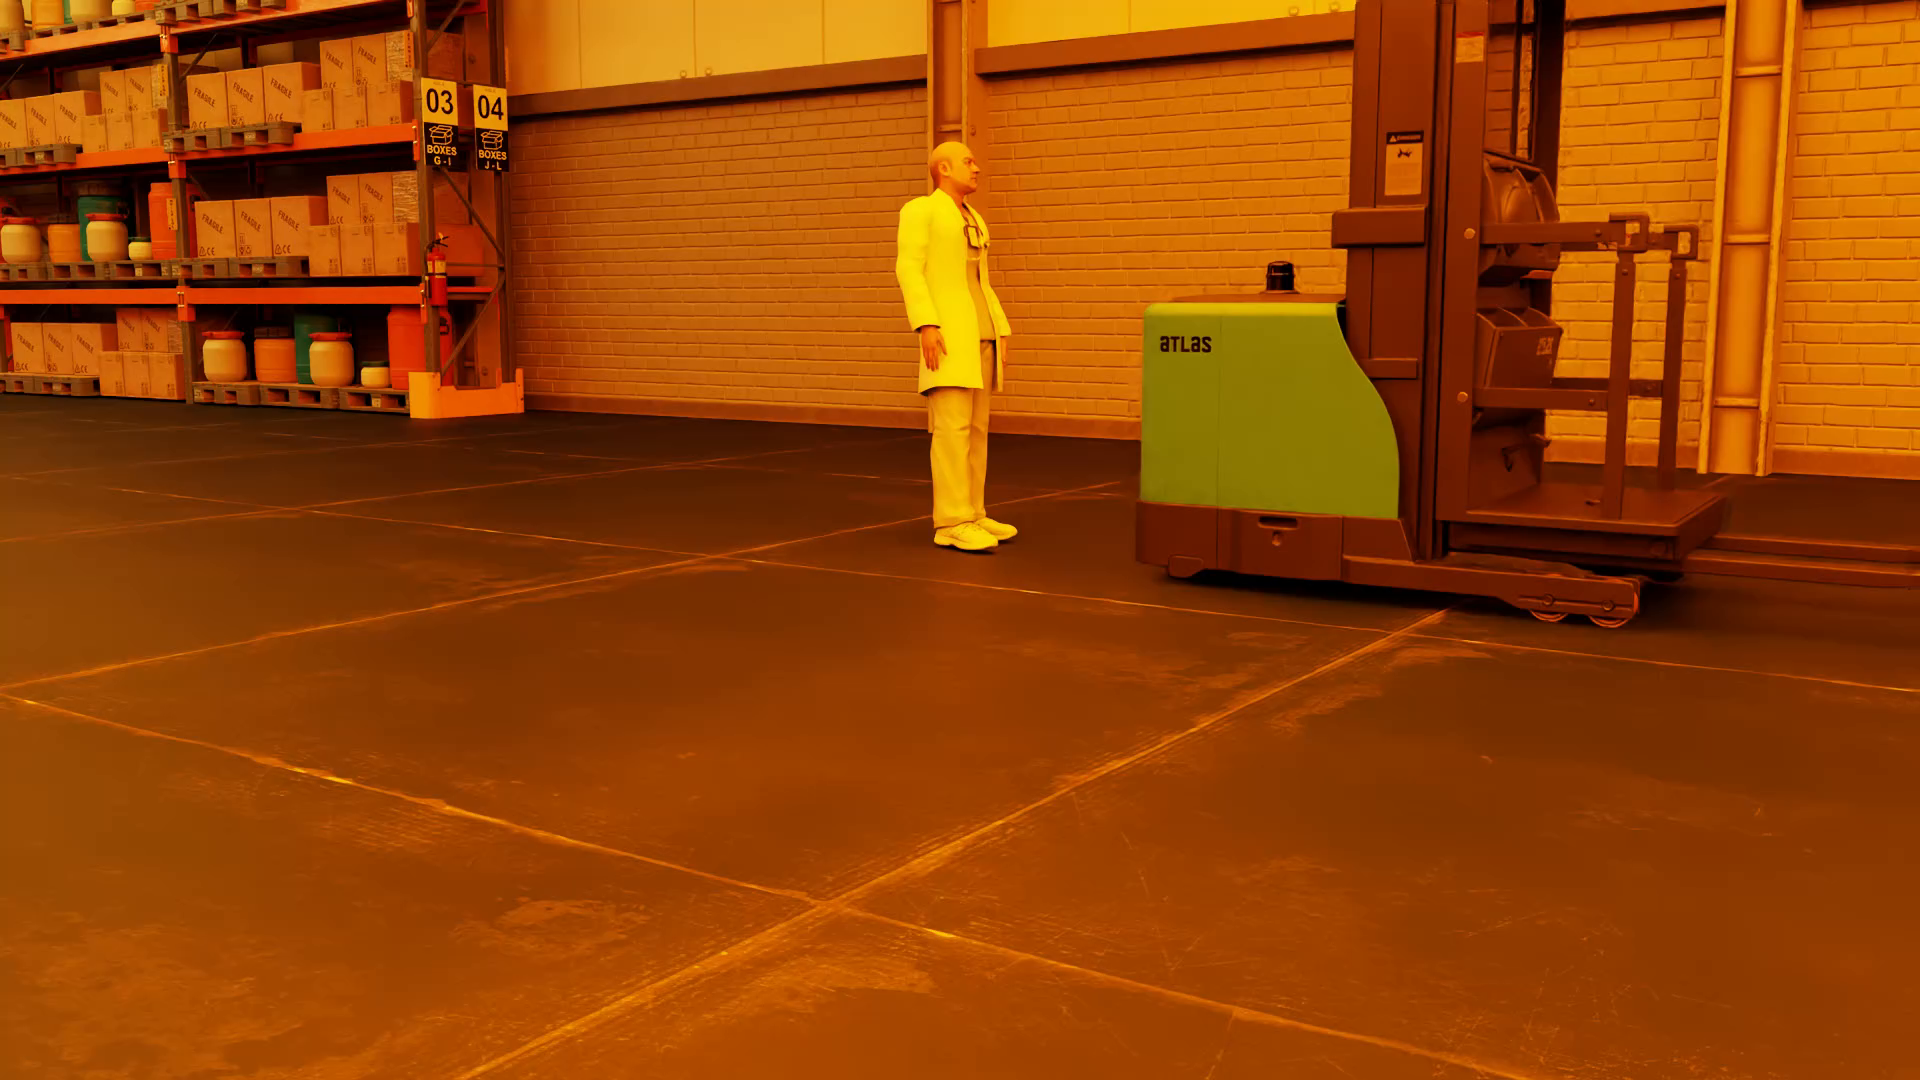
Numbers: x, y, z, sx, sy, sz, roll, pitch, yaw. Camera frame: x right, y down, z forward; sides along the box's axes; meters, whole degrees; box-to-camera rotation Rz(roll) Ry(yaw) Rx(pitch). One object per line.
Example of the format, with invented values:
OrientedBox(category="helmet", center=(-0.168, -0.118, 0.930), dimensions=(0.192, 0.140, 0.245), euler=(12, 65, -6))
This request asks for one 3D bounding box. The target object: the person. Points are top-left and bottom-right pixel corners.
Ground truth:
OrientedBox(category="person", center=(0.074, -0.879, 7.424), dimensions=(0.578, 1.777, 0.696), euler=(5, 10, 34))

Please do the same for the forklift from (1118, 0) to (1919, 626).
OrientedBox(category="forklift", center=(2.145, -1.248, 5.971), dimensions=(3.031, 2.935, 1.130), euler=(5, 10, 32))
